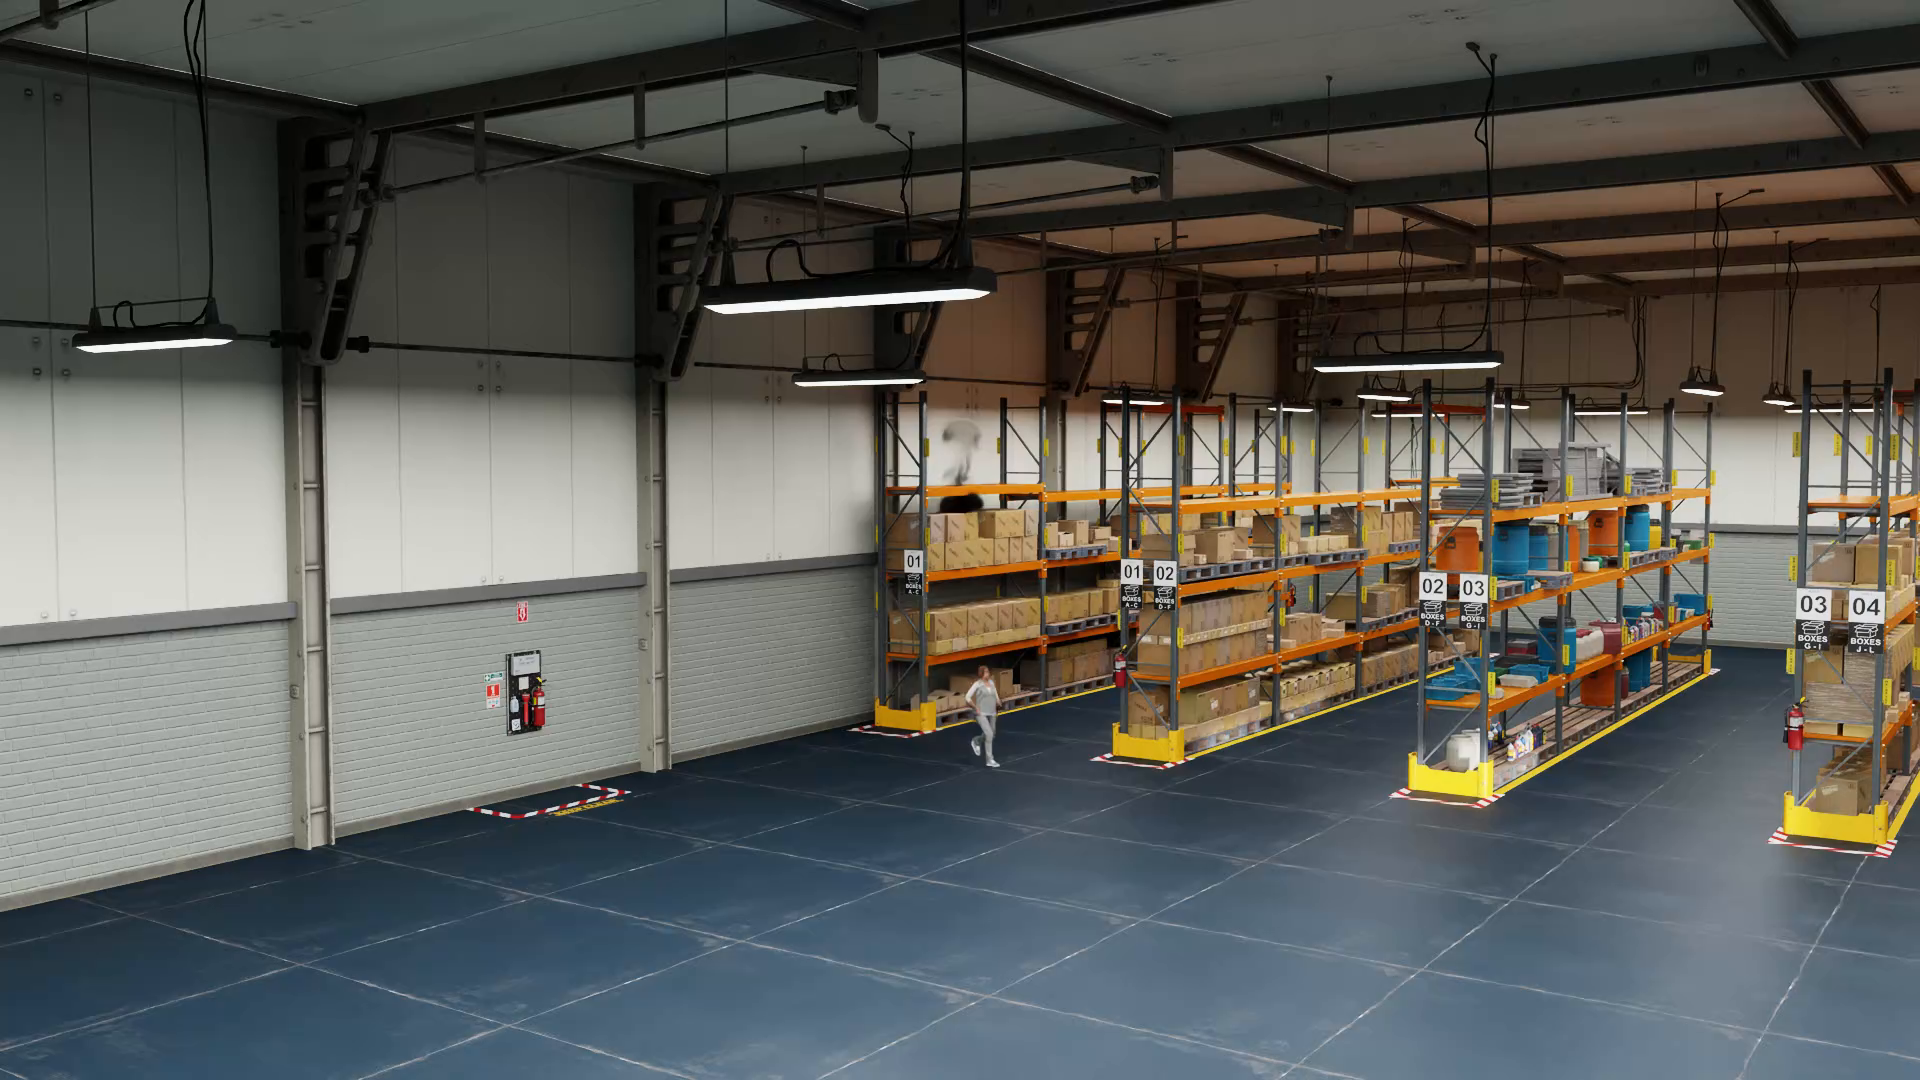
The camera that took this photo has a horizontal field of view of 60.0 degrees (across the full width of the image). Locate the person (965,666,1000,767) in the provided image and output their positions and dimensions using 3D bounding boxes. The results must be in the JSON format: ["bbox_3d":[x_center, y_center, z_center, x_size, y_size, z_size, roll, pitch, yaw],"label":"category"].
[{"bbox_3d":[0.371,2.802,26.215,0.548,1.479,0.779,-2,4,-37],"label":"person"}]

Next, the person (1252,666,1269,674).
[{"bbox_3d":[6.286,2.280,34.850,0.530,1.557,0.859,2,4,36],"label":"person"}]
